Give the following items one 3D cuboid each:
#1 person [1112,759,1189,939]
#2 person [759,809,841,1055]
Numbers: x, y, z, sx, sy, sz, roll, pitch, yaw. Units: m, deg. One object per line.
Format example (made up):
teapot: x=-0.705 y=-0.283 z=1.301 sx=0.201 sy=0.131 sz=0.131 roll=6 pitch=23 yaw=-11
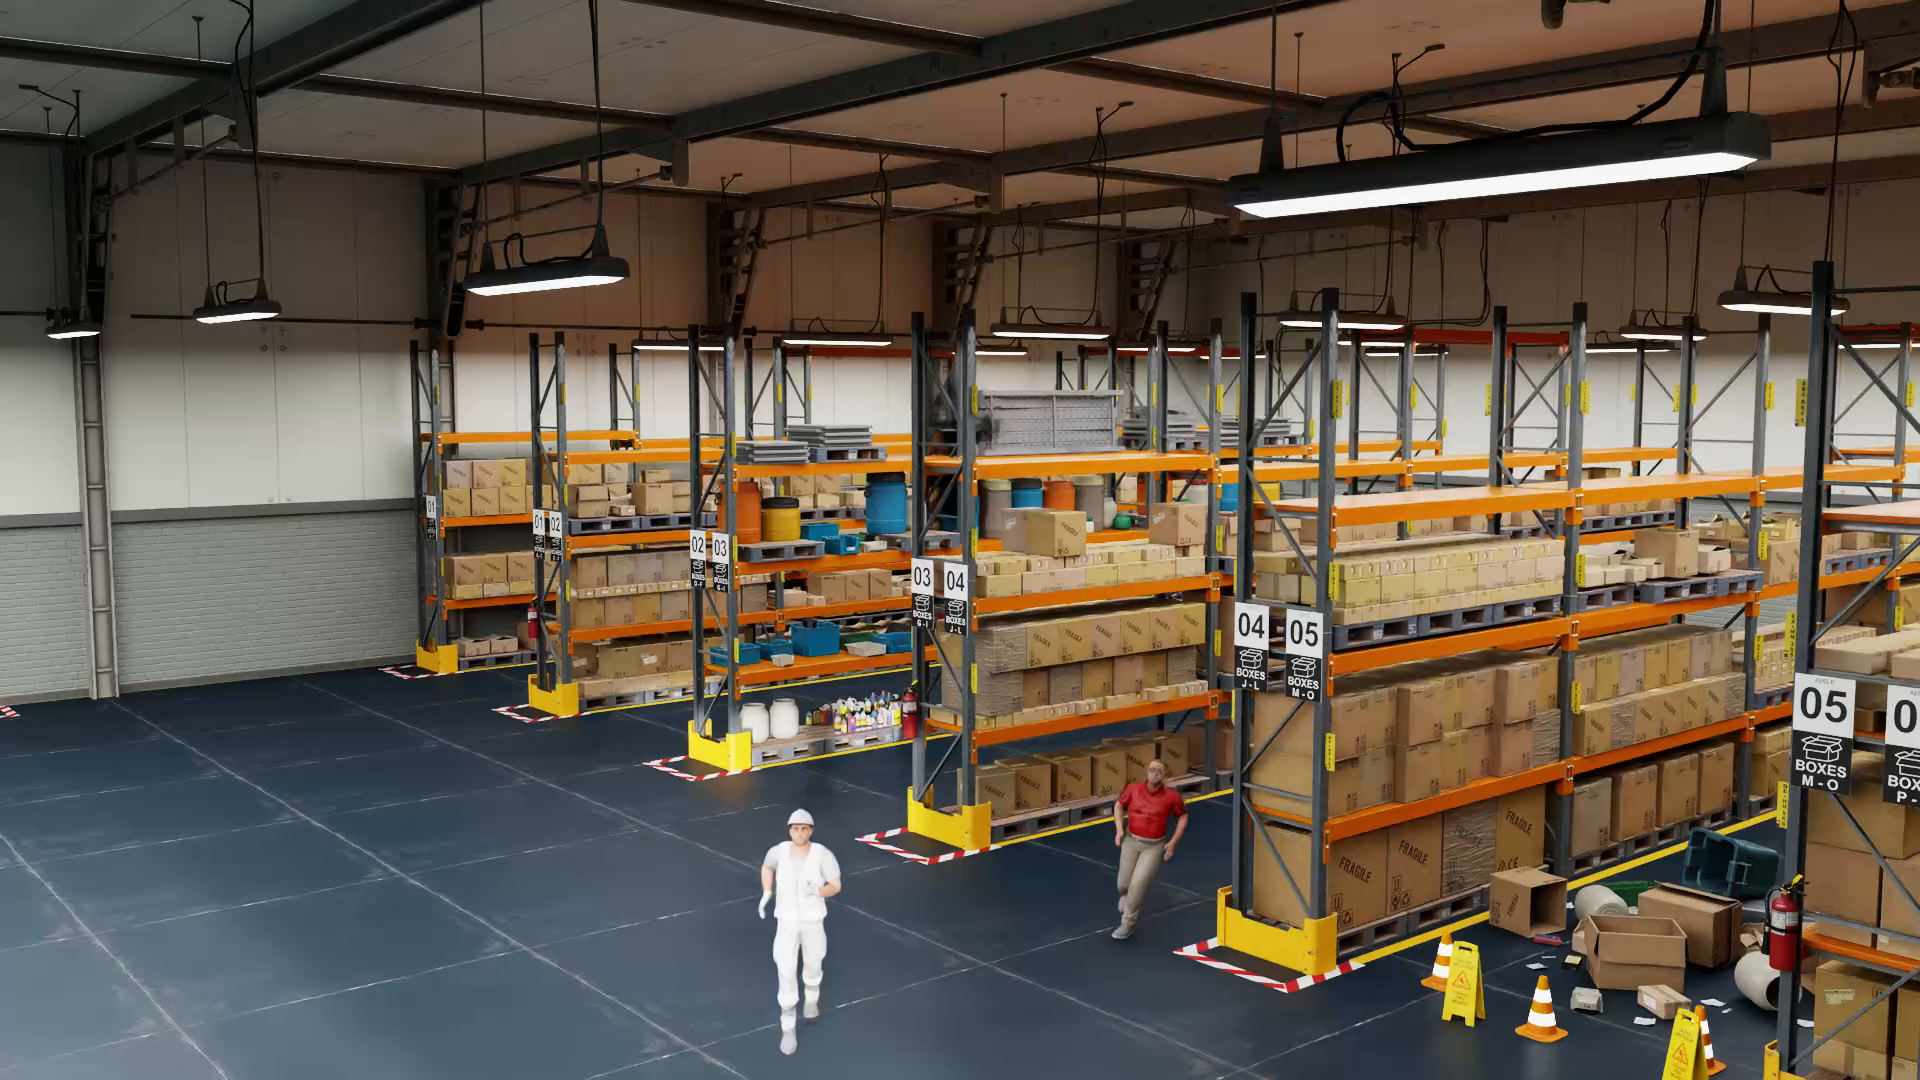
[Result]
person: x=1.783 y=2.888 z=15.707 sx=0.711 sy=1.660 sz=0.725 roll=2 pitch=6 yaw=19
person: x=-1.270 y=3.040 z=13.194 sx=0.651 sy=1.834 sz=0.816 roll=0 pitch=5 yaw=-4
